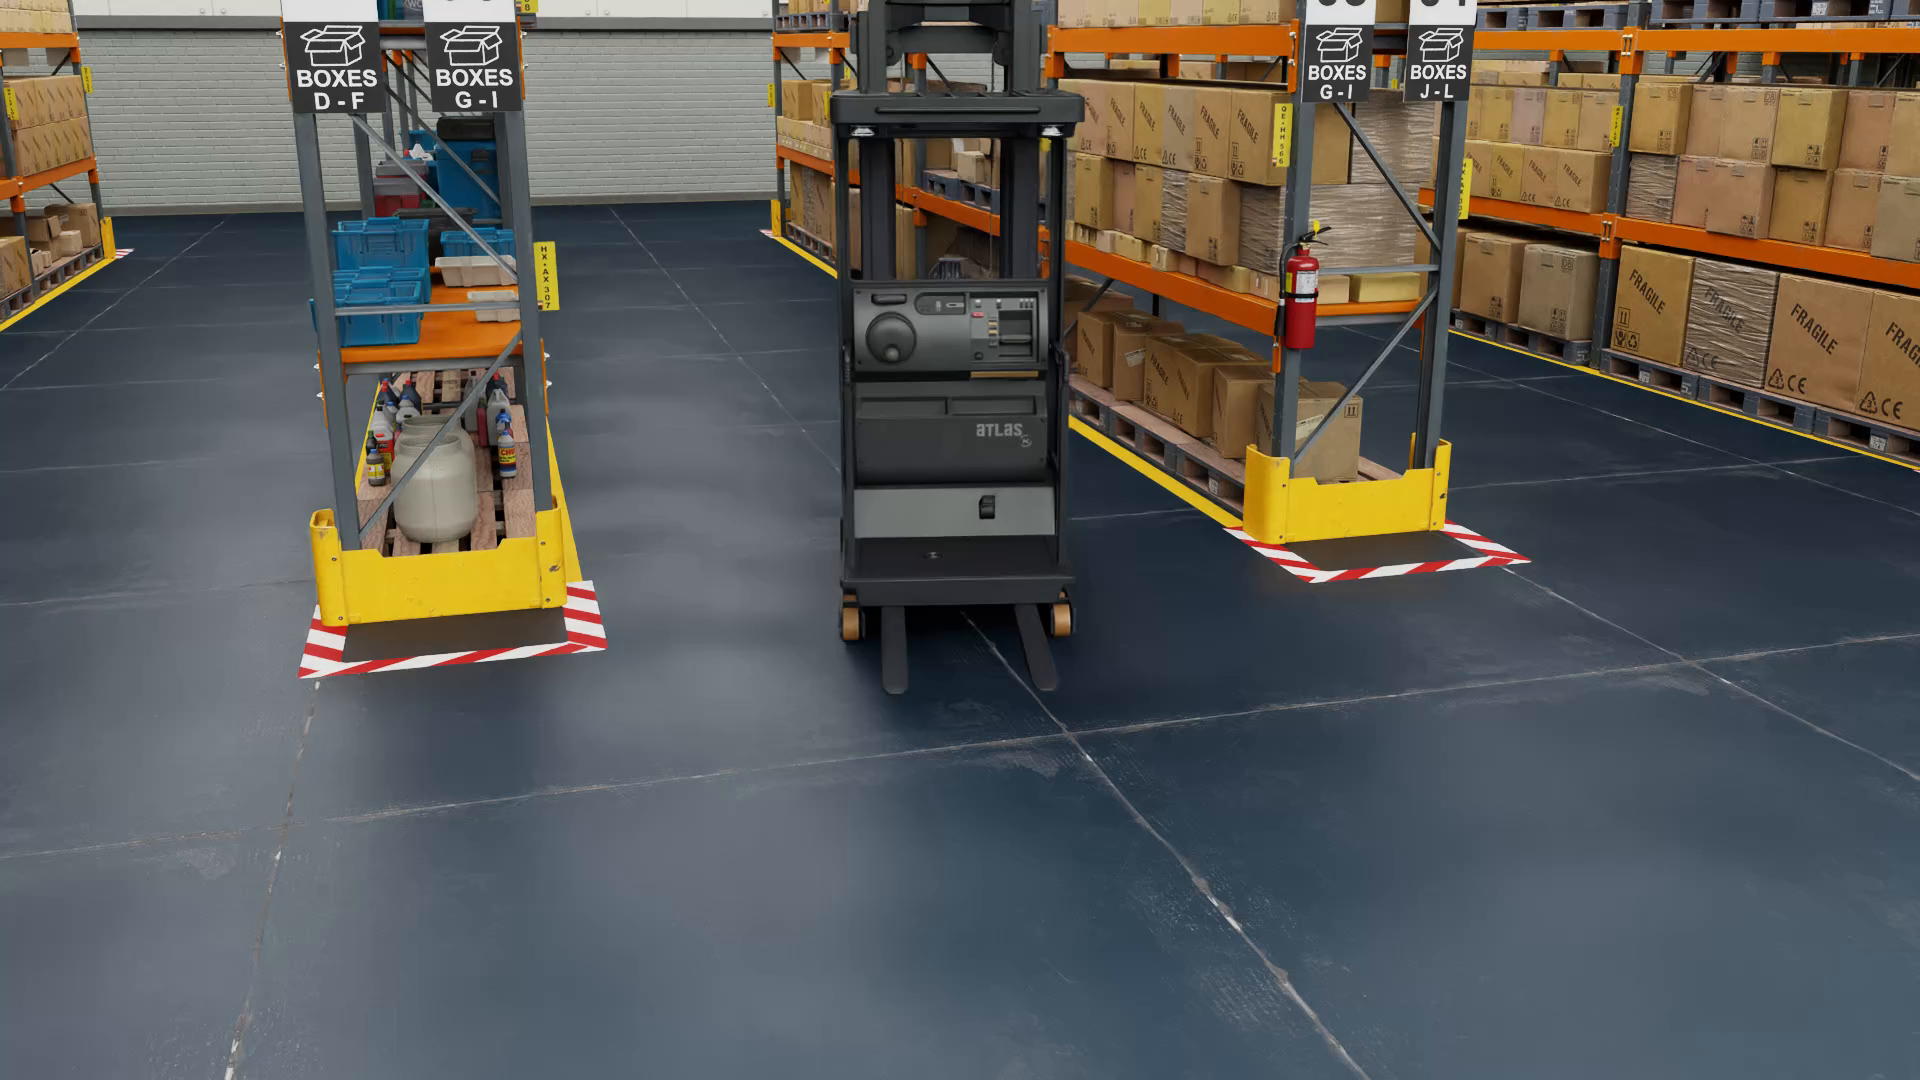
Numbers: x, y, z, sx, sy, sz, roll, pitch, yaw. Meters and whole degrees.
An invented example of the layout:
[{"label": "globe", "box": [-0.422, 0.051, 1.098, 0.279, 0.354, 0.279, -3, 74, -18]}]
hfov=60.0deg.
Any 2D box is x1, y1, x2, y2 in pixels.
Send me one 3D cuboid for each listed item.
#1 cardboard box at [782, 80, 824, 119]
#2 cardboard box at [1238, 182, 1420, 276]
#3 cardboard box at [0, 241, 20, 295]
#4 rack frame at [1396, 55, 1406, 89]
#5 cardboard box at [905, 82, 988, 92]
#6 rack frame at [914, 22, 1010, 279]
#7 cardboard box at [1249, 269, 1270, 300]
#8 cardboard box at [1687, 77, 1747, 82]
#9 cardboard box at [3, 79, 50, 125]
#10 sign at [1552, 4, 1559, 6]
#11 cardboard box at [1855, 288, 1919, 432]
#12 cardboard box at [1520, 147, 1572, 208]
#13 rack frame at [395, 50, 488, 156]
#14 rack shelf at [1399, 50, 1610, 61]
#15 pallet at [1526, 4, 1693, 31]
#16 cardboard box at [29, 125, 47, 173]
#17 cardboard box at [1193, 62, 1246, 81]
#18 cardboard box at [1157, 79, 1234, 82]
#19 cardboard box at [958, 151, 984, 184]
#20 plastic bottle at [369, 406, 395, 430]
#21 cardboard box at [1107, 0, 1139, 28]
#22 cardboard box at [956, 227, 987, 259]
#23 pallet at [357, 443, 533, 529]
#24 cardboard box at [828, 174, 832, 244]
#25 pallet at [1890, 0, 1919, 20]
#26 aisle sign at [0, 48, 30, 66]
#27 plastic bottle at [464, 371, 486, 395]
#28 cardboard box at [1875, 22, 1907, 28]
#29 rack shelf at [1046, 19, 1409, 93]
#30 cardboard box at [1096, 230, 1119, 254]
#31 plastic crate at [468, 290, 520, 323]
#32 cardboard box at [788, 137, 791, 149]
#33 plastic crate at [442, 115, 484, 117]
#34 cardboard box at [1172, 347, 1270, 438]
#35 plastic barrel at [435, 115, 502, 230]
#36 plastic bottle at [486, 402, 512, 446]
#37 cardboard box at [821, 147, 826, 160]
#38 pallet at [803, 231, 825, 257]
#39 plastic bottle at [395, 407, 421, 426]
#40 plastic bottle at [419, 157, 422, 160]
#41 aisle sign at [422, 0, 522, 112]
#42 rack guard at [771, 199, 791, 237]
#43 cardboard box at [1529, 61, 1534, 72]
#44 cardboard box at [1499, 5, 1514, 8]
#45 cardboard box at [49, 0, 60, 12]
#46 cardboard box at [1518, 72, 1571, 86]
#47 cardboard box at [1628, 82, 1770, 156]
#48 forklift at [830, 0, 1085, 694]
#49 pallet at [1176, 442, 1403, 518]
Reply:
[{"label": "cardboard box", "box": [-2.137, -6.044, 22.798, 0.500, 0.500, 0.500, -5, 17, -17]}, {"label": "cardboard box", "box": [2.126, -1.825, 9.623, 0.875, 0.500, 0.500, -5, 17, -15]}, {"label": "cardboard box", "box": [-10.034, -2.780, 17.073, 0.500, 0.500, 0.500, -5, 17, -15]}, {"label": "rack frame", "box": [7.382, -6.690, 26.509, 1.000, 3.000, 0.127, -5, 17, -15]}, {"label": "cardboard box", "box": [-0.133, -4.425, 17.052, 0.797, 0.503, 0.637, -4, 17, -13]}, {"label": "rack frame", "box": [0.052, -3.693, 16.533, 1.000, 3.000, 0.127, -5, 17, -15]}, {"label": "cardboard box", "box": [1.906, -1.492, 9.641, 0.380, 0.149, 0.250, -5, 17, -15]}, {"label": "cardboard box", "box": [9.038, -5.267, 19.861, 0.500, 0.500, 0.500, -4, 17, -14]}, {"label": "cardboard box", "box": [-10.715, -4.982, 18.911, 0.500, 0.500, 0.500, -5, 17, -17]}, {"label": "sign", "box": [7.948, -7.261, 22.160, 0.100, 0.325, 0.005, -5, 17, -15]}, {"label": "cardboard box", "box": [6.798, -1.211, 11.231, 0.875, 0.875, 0.875, -5, 17, -15]}, {"label": "cardboard box", "box": [5.409, -3.262, 14.923, 0.500, 0.500, 0.500, -5, 17, -16]}, {"label": "rack frame", "box": [-5.809, -4.408, 18.913, 1.000, 3.000, 0.127, -5, 17, -15]}, {"label": "rack shelf", "box": [7.932, -7.229, 24.339, 1.077, 0.370, 4.000, -5, 17, -15]}, {"label": "pallet", "box": [5.649, -4.546, 14.490, 0.805, 0.209, 1.217, -5, 18, -17]}, {"label": "cardboard box", "box": [-10.595, -4.369, 18.610, 0.500, 0.500, 0.500, -4, 17, -14]}, {"label": "cardboard box", "box": [3.361, -5.942, 21.590, 0.500, 0.500, 0.500, -5, 18, -17]}, {"label": "cardboard box", "box": [1.678, -3.015, 11.847, 0.500, 0.500, 0.500, -5, 17, -15]}, {"label": "cardboard box", "box": [0.292, -3.341, 14.891, 0.500, 0.250, 0.500, -5, 17, -17]}, {"label": "plastic bottle", "box": [-3.568, -0.660, 10.275, 0.144, 0.351, 0.185, -4, 17, -13]}, {"label": "cardboard box", "box": [1.306, -3.523, 11.012, 0.500, 0.250, 0.500, -5, 18, -17]}, {"label": "cardboard box", "box": [0.265, -2.883, 16.113, 0.500, 0.250, 0.500, -4, 17, -13]}, {"label": "pallet", "box": [-3.127, -0.333, 10.193, 1.003, 0.211, 1.213, -5, 17, -15]}, {"label": "cardboard box", "box": [-1.151, -4.172, 21.091, 0.875, 0.875, 0.875, -5, 17, -15]}, {"label": "pallet", "box": [6.834, -3.443, 10.641, 1.003, 0.211, 1.213, -5, 17, -15]}, {"label": "aisle sign", "box": [-11.973, -6.365, 20.908, 0.394, 0.787, 0.004, -5, 17, -15]}, {"label": "plastic bottle", "box": [-3.295, -0.971, 11.309, 0.144, 0.351, 0.185, -5, 17, -15]}, {"label": "cardboard box", "box": [10.027, -5.543, 17.298, 0.797, 0.503, 0.637, -5, 17, -15]}, {"label": "rack shelf", "box": [1.701, -3.126, 10.680, 1.077, 0.370, 4.000, -5, 17, -15]}, {"label": "cardboard box", "box": [1.180, -2.105, 11.684, 0.380, 0.149, 0.250, -5, 17, -15]}, {"label": "plastic crate", "box": [-2.448, -1.236, 8.810, 0.298, 0.136, 0.250, -5, 17, -15]}, {"label": "cardboard box", "box": [-2.151, -5.448, 22.811, 0.380, 0.149, 0.250, -5, 17, -16]}, {"label": "plastic crate", "box": [-6.637, -5.482, 22.324, 0.616, 0.435, 0.499, -5, 17, -15]}, {"label": "cardboard box", "box": [1.744, -0.996, 11.168, 0.500, 0.500, 0.500, -3, 17, -10]}, {"label": "plastic barrel", "box": [-3.426, -2.566, 11.910, 0.600, 0.901, 0.708, -5, 17, -15]}, {"label": "plastic bottle", "box": [-2.974, -0.759, 10.733, 0.152, 0.276, 0.135, -4, 17, -14]}, {"label": "cardboard box", "box": [-1.517, -4.809, 20.685, 0.380, 0.149, 0.250, -4, 17, -14]}, {"label": "pallet", "box": [-1.520, -4.019, 22.464, 1.003, 0.211, 1.213, -5, 17, -15]}, {"label": "plastic bottle", "box": [-3.484, -0.694, 10.519, 0.152, 0.276, 0.135, -5, 17, -15]}, {"label": "plastic bottle", "box": [-5.532, -3.791, 17.084, 0.097, 0.271, 0.097, 0, 17, 0]}, {"label": "aisle sign", "box": [-2.210, -2.337, 7.500, 0.394, 0.787, 0.004, -5, 17, -15]}, {"label": "rack guard", "box": [-2.153, -4.716, 24.282, 1.175, 0.500, 0.348, -5, 17, -15]}, {"label": "cardboard box", "box": [8.123, -6.562, 23.045, 0.380, 0.149, 0.250, -4, 17, -14]}, {"label": "cardboard box", "box": [8.080, -7.689, 23.537, 0.797, 0.503, 0.637, -3, 17, -11]}, {"label": "cardboard box", "box": [-11.148, -6.468, 19.948, 0.500, 0.250, 0.500, -5, 17, -15]}, {"label": "cardboard box", "box": [8.086, -6.219, 23.029, 0.500, 0.500, 0.500, -5, 17, -16]}, {"label": "cardboard box", "box": [6.017, -3.435, 13.537, 0.875, 0.550, 0.550, -5, 17, -15]}, {"label": "forklift", "box": [-0.029, -1.019, 7.749, 1.130, 2.935, 3.031, -1, 17, -3]}, {"label": "pallet", "box": [2.041, -0.394, 10.395, 1.003, 0.211, 1.213, -5, 17, -15]}]
